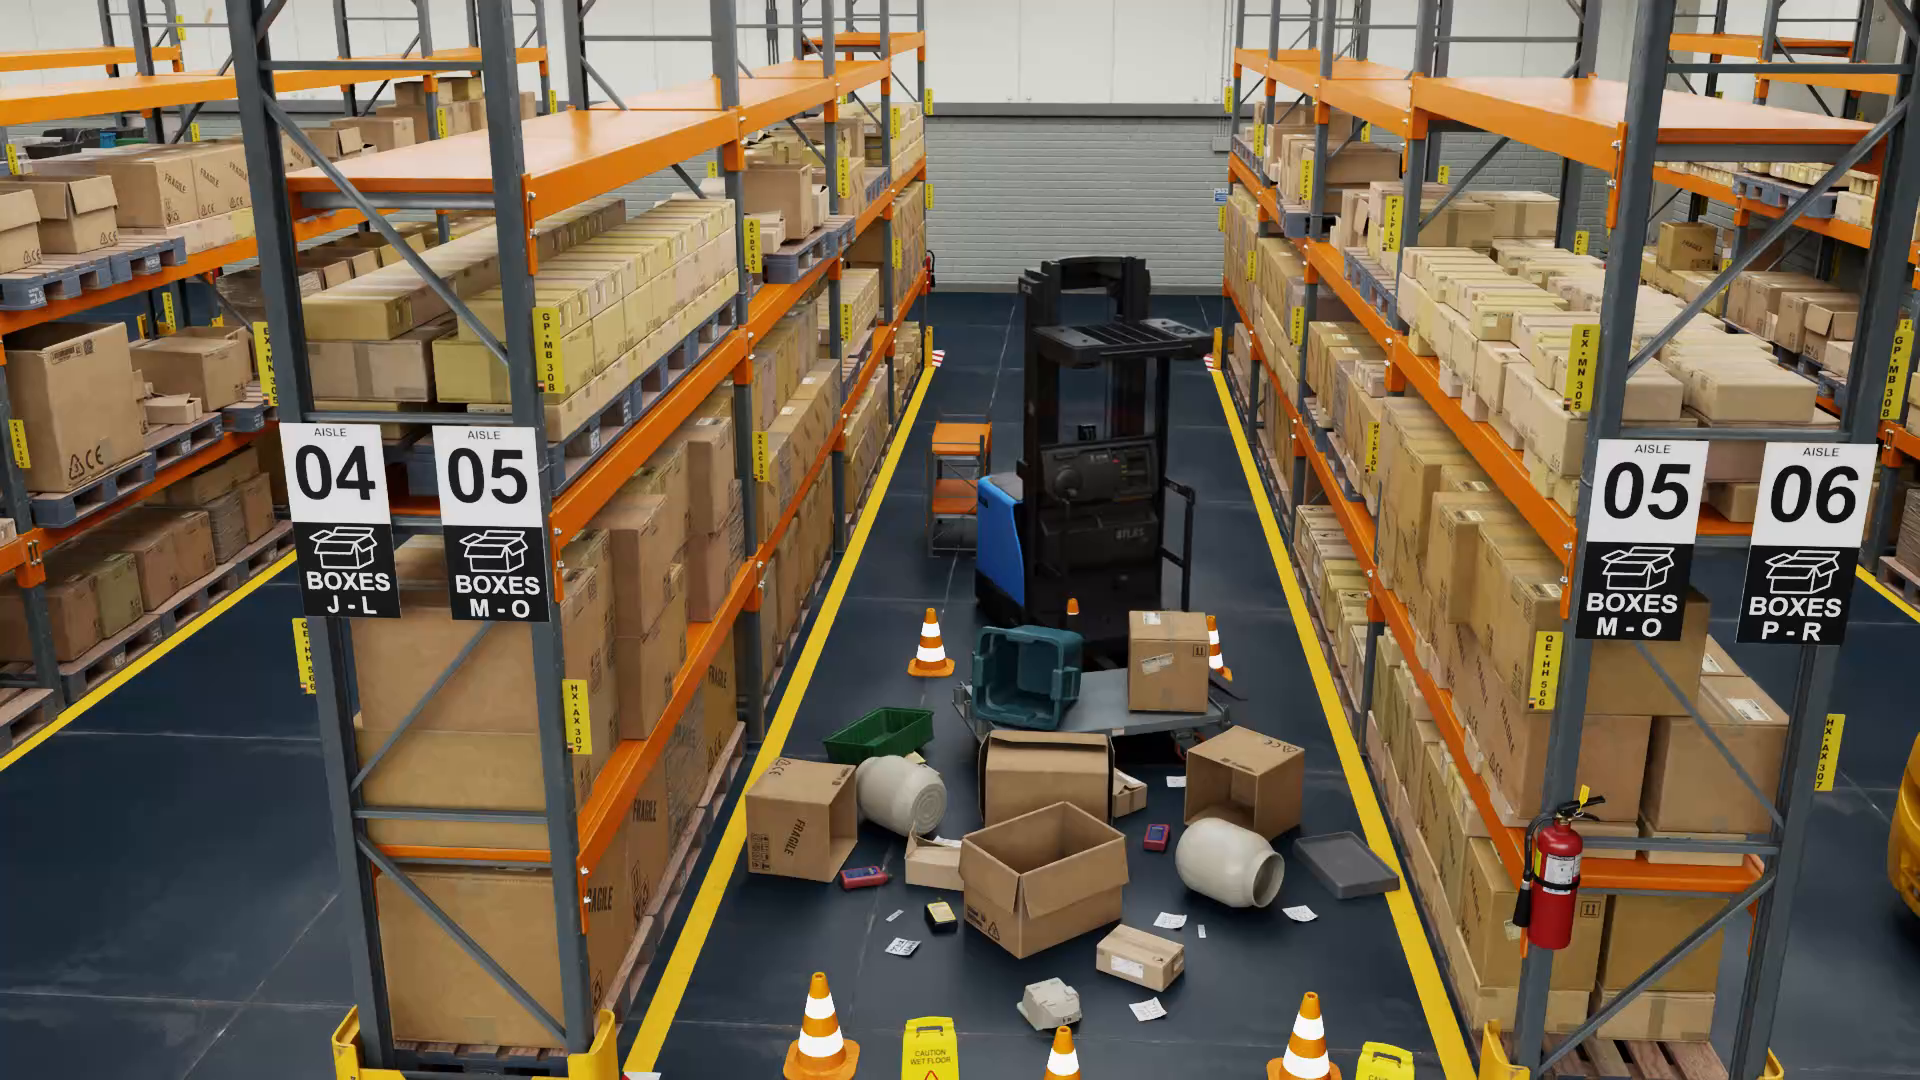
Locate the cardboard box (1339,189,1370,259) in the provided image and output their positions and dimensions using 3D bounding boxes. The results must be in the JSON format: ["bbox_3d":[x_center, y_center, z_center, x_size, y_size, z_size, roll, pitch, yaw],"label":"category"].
[{"bbox_3d":[3.339,-2.433,12.879,0.700,0.500,0.500,1,18,4],"label":"cardboard box"}]

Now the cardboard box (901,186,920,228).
[{"bbox_3d":[-0.776,-4.177,20.935,0.500,0.500,0.500,1,18,2],"label":"cardboard box"}]

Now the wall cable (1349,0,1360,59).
[{"bbox_3d":[7.643,-8.289,26.034,2.988,3.039,0.133,1,18,4],"label":"wall cable"}]

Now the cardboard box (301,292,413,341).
[{"bbox_3d":[-2.416,-0.893,6.627,0.380,0.149,0.250,1,18,4],"label":"cardboard box"}]

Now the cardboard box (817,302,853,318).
[{"bbox_3d":[-1.226,-2.161,15.801,0.380,0.149,0.250,2,18,6],"label":"cardboard box"}]

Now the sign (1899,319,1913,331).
[{"bbox_3d":[7.826,-1.666,13.785,0.100,0.325,0.005,1,18,4],"label":"sign"}]

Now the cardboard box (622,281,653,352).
[{"bbox_3d":[-1.740,-1.050,7.747,0.500,0.250,0.500,1,18,3],"label":"cardboard box"}]

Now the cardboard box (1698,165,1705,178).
[{"bbox_3d":[8.505,-4.129,18.619,0.380,0.149,0.250,2,18,6],"label":"cardboard box"}]

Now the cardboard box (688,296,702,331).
[{"bbox_3d":[-1.595,-1.208,8.871,0.380,0.149,0.250,2,18,5],"label":"cardboard box"}]

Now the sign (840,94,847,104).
[{"bbox_3d":[-1.496,-5.670,21.517,0.100,0.325,0.005,1,18,4],"label":"sign"}]

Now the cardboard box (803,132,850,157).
[{"bbox_3d":[-1.208,-3.529,14.997,0.396,0.266,0.258,1,18,4],"label":"cardboard box"}]

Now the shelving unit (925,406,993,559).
[{"bbox_3d":[0.000,-0.537,15.081,0.538,1.125,1.048,1,18,4],"label":"shelving unit"}]

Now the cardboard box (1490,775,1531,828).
[{"bbox_3d":[2.564,1.148,7.333,0.380,0.149,0.250,1,18,3],"label":"cardboard box"}]

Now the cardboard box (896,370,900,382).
[{"bbox_3d":[-0.921,-1.993,19.940,0.380,0.149,0.250,2,18,6],"label":"cardboard box"}]

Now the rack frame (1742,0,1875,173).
[{"bbox_3d":[8.654,-5.237,16.782,1.000,3.000,0.127,1,18,4],"label":"rack frame"}]

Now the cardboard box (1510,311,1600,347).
[{"bbox_3d":[2.769,-0.959,7.665,0.380,0.149,0.250,1,18,2],"label":"cardboard box"}]

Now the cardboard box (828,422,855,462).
[{"bbox_3d":[-1.237,-0.910,15.345,0.500,0.250,0.500,0,18,1],"label":"cardboard box"}]

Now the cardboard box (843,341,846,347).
[{"bbox_3d":[-1.260,-1.867,15.383,0.380,0.149,0.250,1,18,2],"label":"cardboard box"}]

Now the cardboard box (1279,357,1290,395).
[{"bbox_3d":[3.215,-1.504,15.265,0.500,0.250,0.500,2,18,5],"label":"cardboard box"}]

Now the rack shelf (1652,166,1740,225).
[{"bbox_3d":[8.798,-4.091,19.257,1.077,0.370,4.000,1,18,4],"label":"rack shelf"}]

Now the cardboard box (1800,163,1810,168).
[{"bbox_3d":[8.172,-3.596,15.682,0.380,0.149,0.250,1,18,4],"label":"cardboard box"}]

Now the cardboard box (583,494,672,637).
[{"bbox_3d":[-1.913,0.109,8.125,0.875,0.550,0.550,1,18,4],"label":"cardboard box"}]

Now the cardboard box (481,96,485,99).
[{"bbox_3d":[-6.028,-5.183,20.439,0.700,0.500,0.500,0,18,0],"label":"cardboard box"}]

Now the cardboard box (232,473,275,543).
[{"bbox_3d":[-6.496,-0.288,14.619,0.700,0.500,0.500,0,18,1],"label":"cardboard box"}]

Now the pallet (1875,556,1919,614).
[{"bbox_3d":[8.270,0.436,13.581,1.003,0.211,1.213,1,18,4],"label":"pallet"}]

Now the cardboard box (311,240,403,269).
[{"bbox_3d":[-6.280,-2.830,17.298,0.797,0.503,0.637,1,18,5],"label":"cardboard box"}]

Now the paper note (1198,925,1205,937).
[{"bbox_3d":[1.289,2.086,8.868,0.032,0.001,0.123,1,18,4],"label":"paper note"}]

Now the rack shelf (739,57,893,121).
[{"bbox_3d":[-1.385,-4.273,15.637,1.077,0.370,4.000,1,18,4],"label":"rack shelf"}]

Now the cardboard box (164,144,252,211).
[{"bbox_3d":[-6.253,-3.032,13.905,0.500,0.500,0.500,2,18,5],"label":"cardboard box"}]

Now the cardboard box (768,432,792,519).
[{"bbox_3d":[-1.473,-0.452,11.653,0.500,0.500,0.500,1,18,4],"label":"cardboard box"}]

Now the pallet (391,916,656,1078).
[{"bbox_3d":[-2.122,2.227,8.116,1.003,0.211,1.213,1,18,4],"label":"pallet"}]

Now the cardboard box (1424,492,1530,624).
[{"bbox_3d":[2.639,0.085,7.928,0.700,0.500,0.500,1,18,3],"label":"cardboard box"}]

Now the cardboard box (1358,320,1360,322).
[{"bbox_3d":[3.696,-1.924,14.539,0.500,0.500,0.500,1,18,2],"label":"cardboard box"}]

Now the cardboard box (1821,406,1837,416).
[{"bbox_3d":[8.828,-1.264,16.588,0.380,0.149,0.250,2,18,5],"label":"cardboard box"}]

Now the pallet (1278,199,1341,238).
[{"bbox_3d":[3.410,-2.791,14.436,1.213,0.211,1.003,2,18,6],"label":"pallet"}]

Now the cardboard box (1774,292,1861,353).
[{"bbox_3d":[8.303,-2.084,15.957,0.700,0.500,0.500,1,18,4],"label":"cardboard box"}]

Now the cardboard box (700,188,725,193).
[{"bbox_3d":[-1.835,-2.559,12.830,0.500,0.250,0.500,2,18,5],"label":"cardboard box"}]

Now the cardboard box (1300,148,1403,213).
[{"bbox_3d":[3.293,-3.048,14.078,0.797,0.503,0.637,0,18,1],"label":"cardboard box"}]

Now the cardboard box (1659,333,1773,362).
[{"bbox_3d":[3.246,-0.791,7.153,0.380,0.149,0.250,1,18,4],"label":"cardboard box"}]

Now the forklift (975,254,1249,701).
[{"bbox_3d":[1.113,-0.510,12.099,1.130,2.935,3.031,-7,19,-19],"label":"forklift"}]

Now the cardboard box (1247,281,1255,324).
[{"bbox_3d":[3.481,-2.693,18.492,0.500,0.500,0.500,1,18,4],"label":"cardboard box"}]

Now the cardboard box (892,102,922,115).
[{"bbox_3d":[-0.685,-5.489,21.165,0.380,0.149,0.250,1,18,3],"label":"cardboard box"}]

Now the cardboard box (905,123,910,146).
[{"bbox_3d":[-0.856,-4.786,19.660,0.500,0.250,0.500,0,18,2],"label":"cardboard box"}]

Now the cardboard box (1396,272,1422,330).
[{"bbox_3d":[2.825,-1.377,9.580,0.500,0.250,0.500,1,18,3],"label":"cardboard box"}]

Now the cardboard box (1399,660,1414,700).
[{"bbox_3d":[2.714,0.805,9.471,0.380,0.149,0.250,2,18,6],"label":"cardboard box"}]

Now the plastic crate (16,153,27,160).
[{"bbox_3d":[-11.410,-4.532,19.869,0.293,0.136,0.466,1,18,4],"label":"plastic crate"}]

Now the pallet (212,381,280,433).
[{"bbox_3d":[-6.413,-1.160,14.282,1.213,0.211,1.003,1,18,4],"label":"pallet"}]

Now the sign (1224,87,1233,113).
[{"bbox_3d":[3.437,-5.631,21.270,0.100,0.325,0.005,1,18,4],"label":"sign"}]

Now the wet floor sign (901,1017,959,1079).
[{"bbox_3d":[-0.129,2.324,7.122,0.267,0.644,0.232,-2,18,-6],"label":"wet floor sign"}]

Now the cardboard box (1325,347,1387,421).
[{"bbox_3d":[3.092,-1.181,12.723,0.500,0.500,0.500,2,18,5],"label":"cardboard box"}]

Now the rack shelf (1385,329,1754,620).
[{"bbox_3d":[2.986,-0.474,8.217,1.077,0.370,4.000,1,18,4],"label":"rack shelf"}]

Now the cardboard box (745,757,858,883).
[{"bbox_3d":[-0.903,1.601,9.557,0.500,0.500,0.500,4,19,13],"label":"cardboard box"}]

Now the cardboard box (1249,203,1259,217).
[{"bbox_3d":[3.562,-3.825,19.299,0.380,0.149,0.250,1,18,3],"label":"cardboard box"}]

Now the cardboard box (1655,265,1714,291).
[{"bbox_3d":[8.555,-3.091,19.628,0.500,0.250,0.500,1,18,2],"label":"cardboard box"}]

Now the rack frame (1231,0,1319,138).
[{"bbox_3d":[3.990,-6.589,20.908,1.000,3.000,0.127,1,18,4],"label":"rack frame"}]
